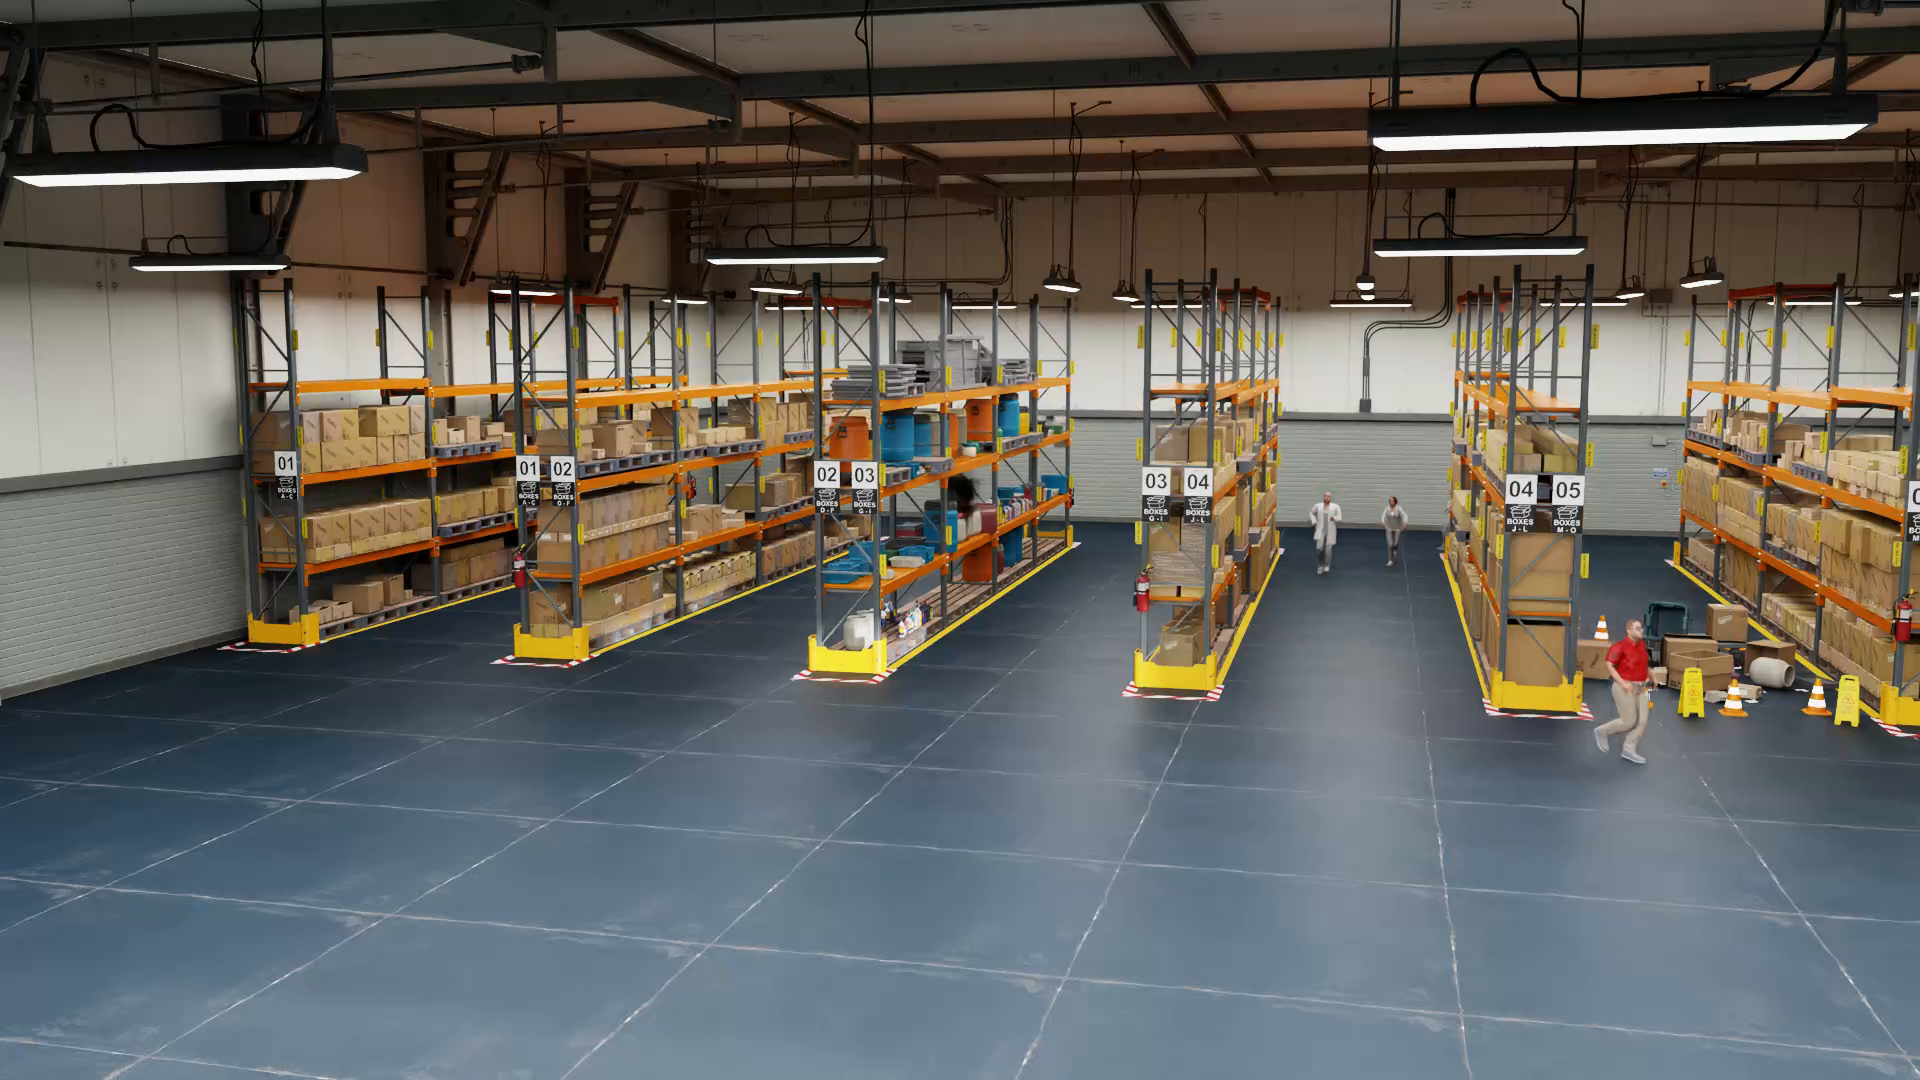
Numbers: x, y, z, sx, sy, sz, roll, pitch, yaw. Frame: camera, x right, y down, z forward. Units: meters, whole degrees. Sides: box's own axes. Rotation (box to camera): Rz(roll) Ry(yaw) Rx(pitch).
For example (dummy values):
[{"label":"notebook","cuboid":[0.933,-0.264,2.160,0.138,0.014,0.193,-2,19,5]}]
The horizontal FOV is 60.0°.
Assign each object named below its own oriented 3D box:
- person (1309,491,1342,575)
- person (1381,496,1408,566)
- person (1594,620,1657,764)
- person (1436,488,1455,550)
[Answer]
[{"label":"person","cuboid":[7.824,-0.136,35.639,0.686,1.802,0.729,2,7,13]},{"label":"person","cuboid":[9.678,-0.155,37.112,0.570,1.478,0.608,3,7,22]},{"label":"person","cuboid":[7.990,1.788,19.934,0.685,1.706,0.622,-4,8,-32]},{"label":"person","cuboid":[11.708,-0.529,39.459,0.716,1.614,0.738,2,7,14]}]
